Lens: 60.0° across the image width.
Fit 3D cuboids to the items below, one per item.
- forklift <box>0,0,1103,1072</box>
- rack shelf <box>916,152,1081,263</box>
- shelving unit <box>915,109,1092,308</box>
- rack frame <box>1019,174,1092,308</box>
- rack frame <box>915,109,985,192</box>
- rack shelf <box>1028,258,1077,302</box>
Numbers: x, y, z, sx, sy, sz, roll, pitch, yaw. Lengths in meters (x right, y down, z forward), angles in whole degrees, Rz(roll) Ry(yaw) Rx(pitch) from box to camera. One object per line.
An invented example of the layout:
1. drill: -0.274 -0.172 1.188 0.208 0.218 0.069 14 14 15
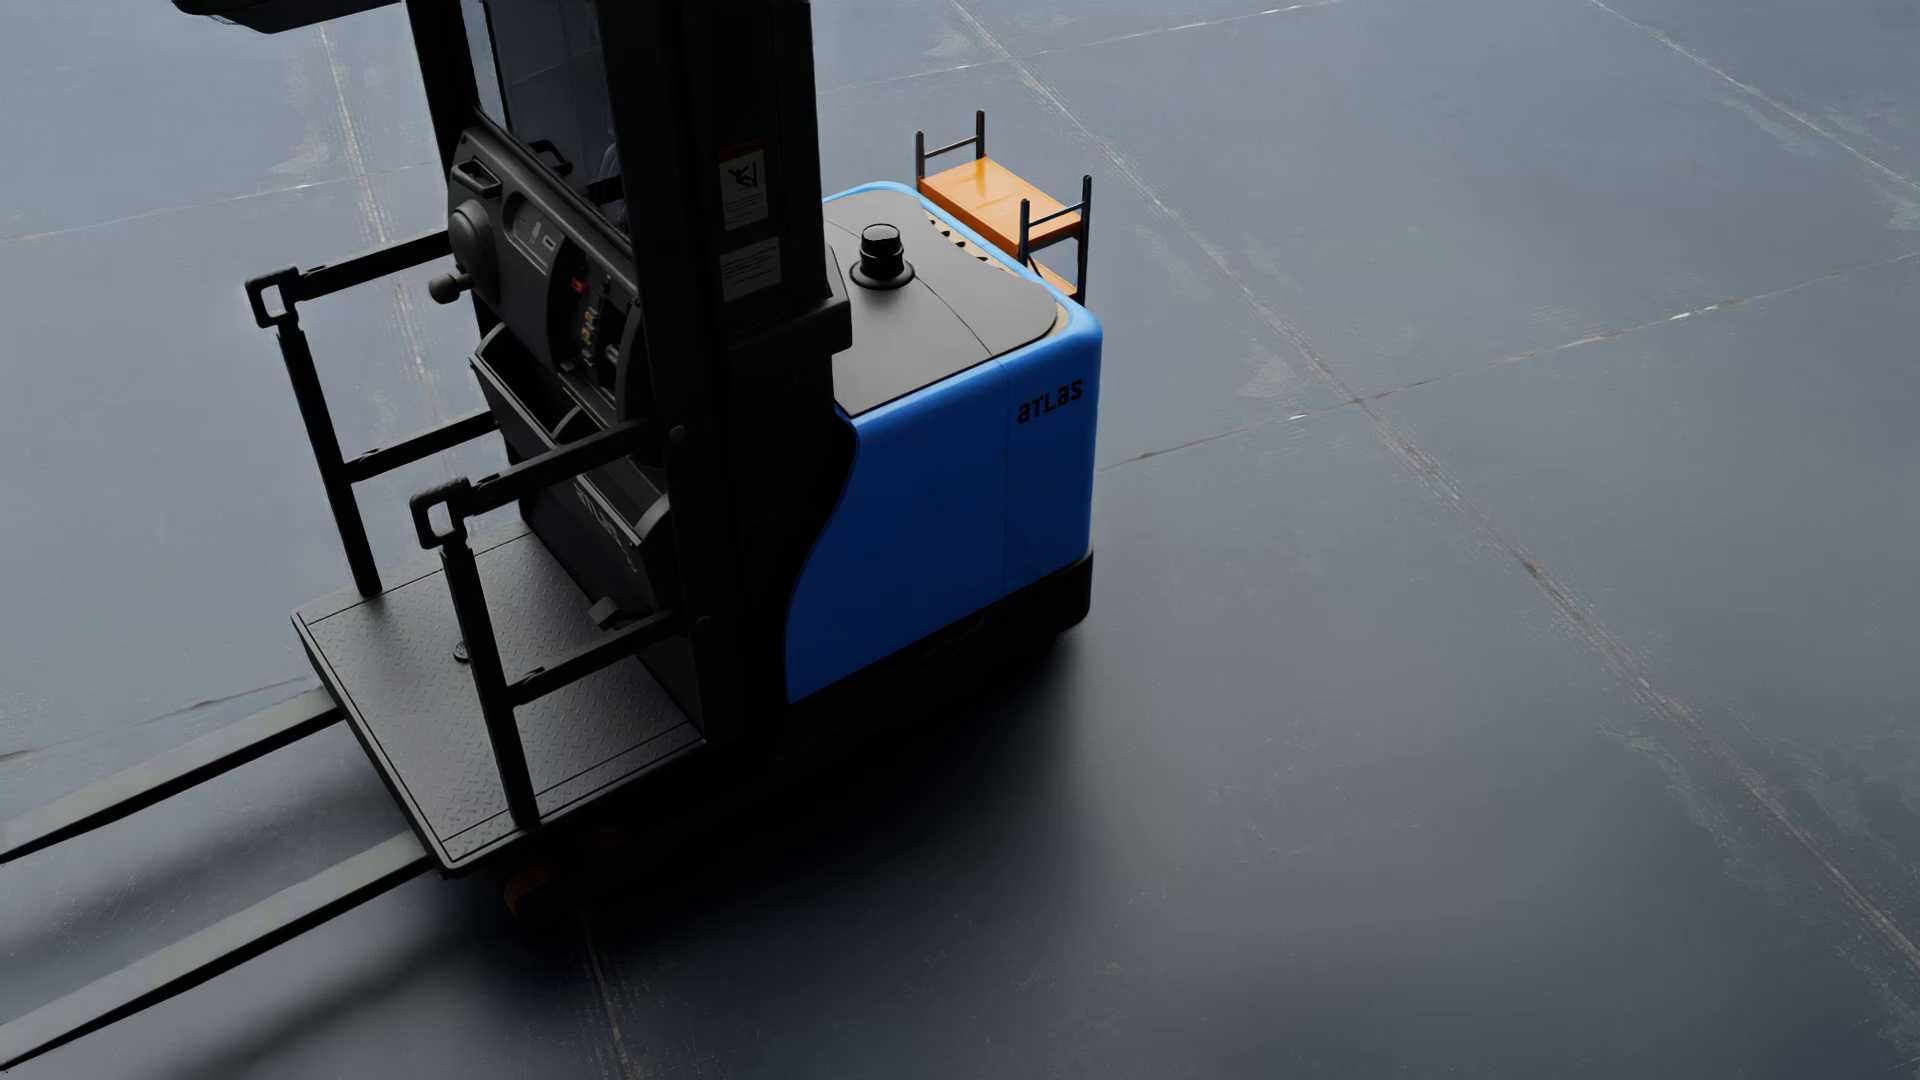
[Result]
1. forklift: -1.106 -0.546 3.636 3.031 2.935 1.130 -25 47 -27
2. rack shelf: 0.118 -0.928 4.807 0.258 0.148 0.480 -26 47 -27
3. shelving unit: 0.118 -0.631 5.063 0.258 1.200 0.503 -26 47 -27
4. rack frame: 0.263 -0.503 4.915 0.240 1.200 0.015 -26 47 -27
5. rack frame: -0.028 -0.758 5.211 0.240 1.200 0.015 -26 47 -27
6. rack shelf: 0.118 -0.749 4.961 0.258 0.148 0.480 -26 47 -27
